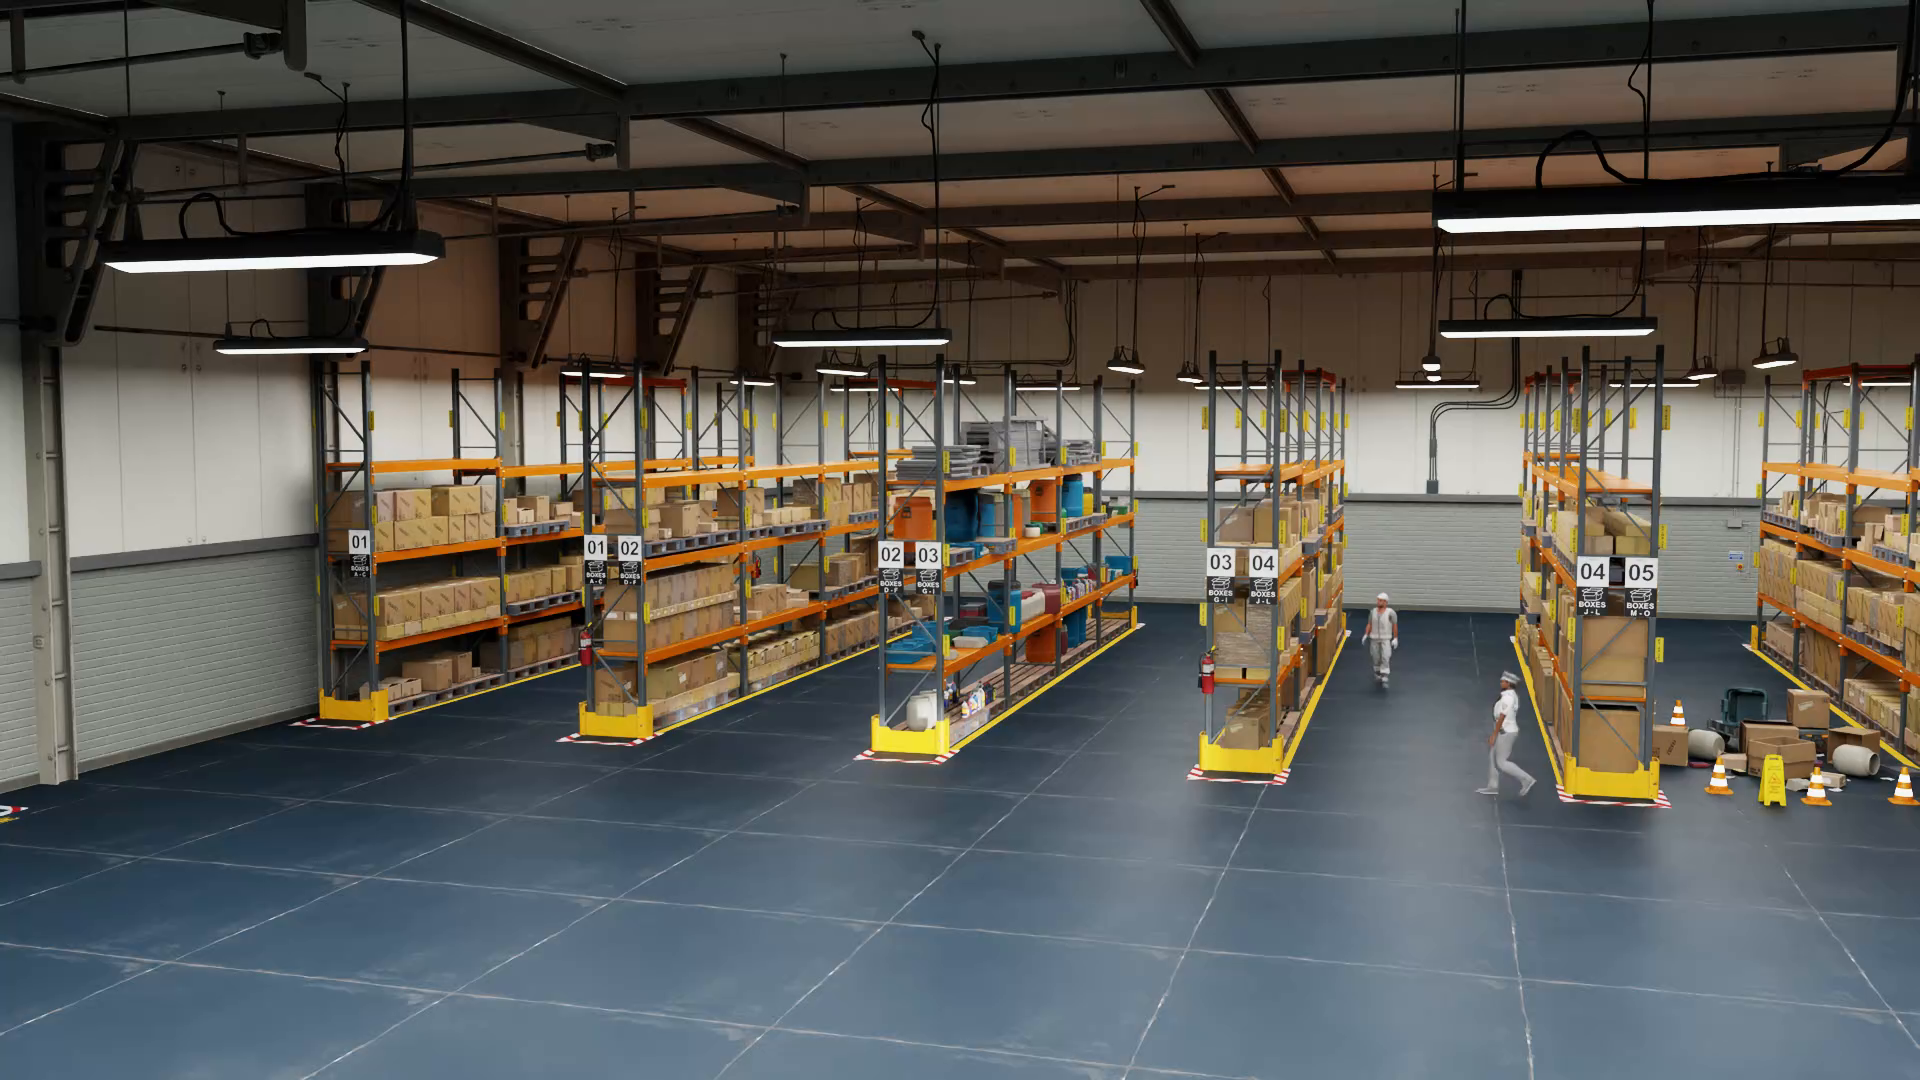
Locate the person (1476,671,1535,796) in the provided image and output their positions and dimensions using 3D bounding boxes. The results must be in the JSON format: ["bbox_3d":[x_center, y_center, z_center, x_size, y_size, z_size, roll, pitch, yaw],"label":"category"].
[{"bbox_3d":[7.296,2.585,22.148,0.775,1.662,0.522,2,5,27],"label":"person"}]

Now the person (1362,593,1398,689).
[{"bbox_3d":[7.871,1.865,31.184,0.633,1.736,0.966,1,4,20],"label":"person"}]
